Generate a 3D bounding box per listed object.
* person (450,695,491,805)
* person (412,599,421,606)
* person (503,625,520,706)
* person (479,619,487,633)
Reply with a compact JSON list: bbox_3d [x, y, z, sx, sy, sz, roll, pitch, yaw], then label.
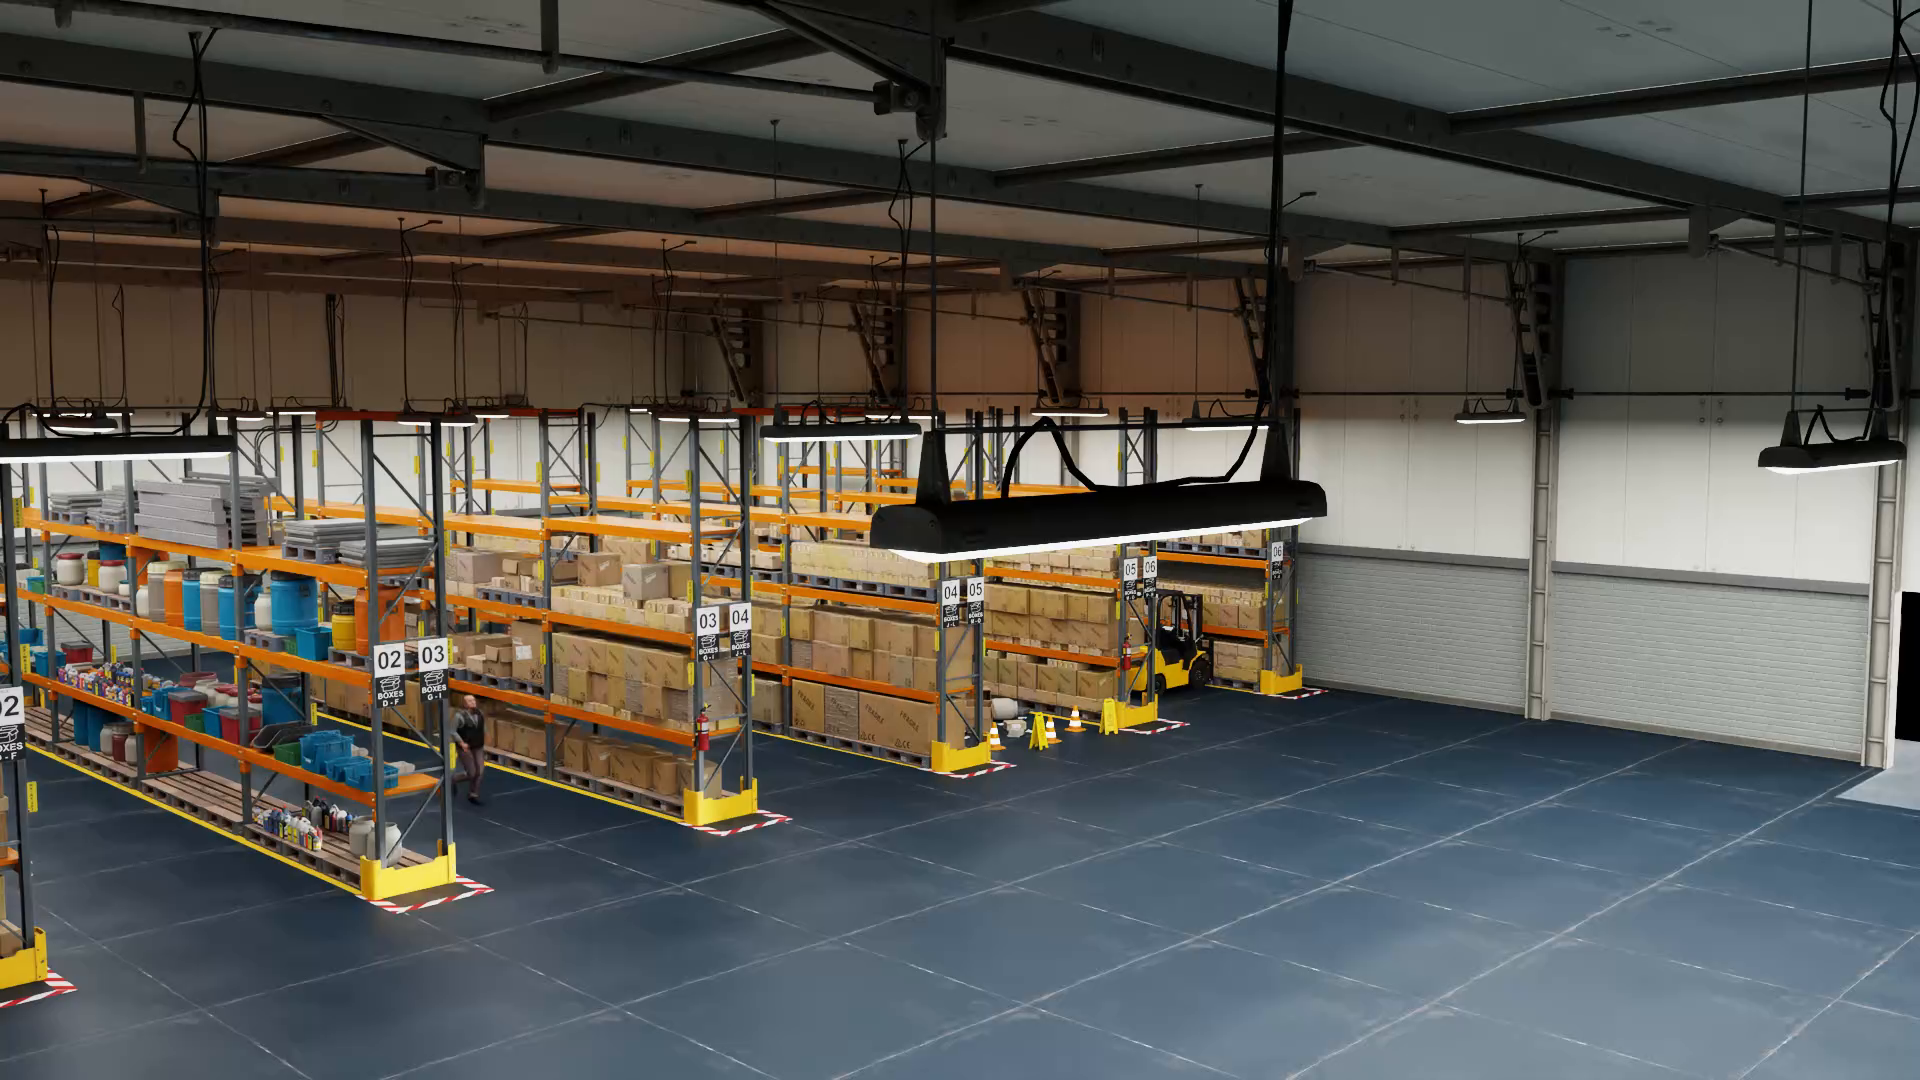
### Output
[{"bbox_3d":[-7.584,3.222,25.720,0.642,1.701,0.661,4,6,37],"label":"person"},{"bbox_3d":[-12.481,2.169,38.050,0.670,1.623,0.501,-1,5,-15],"label":"person"},{"bbox_3d":[-9.176,2.523,33.777,0.786,1.610,0.529,4,6,36],"label":"person"},{"bbox_3d":[-11.693,1.882,40.508,0.692,1.720,0.591,5,7,42],"label":"person"}]
